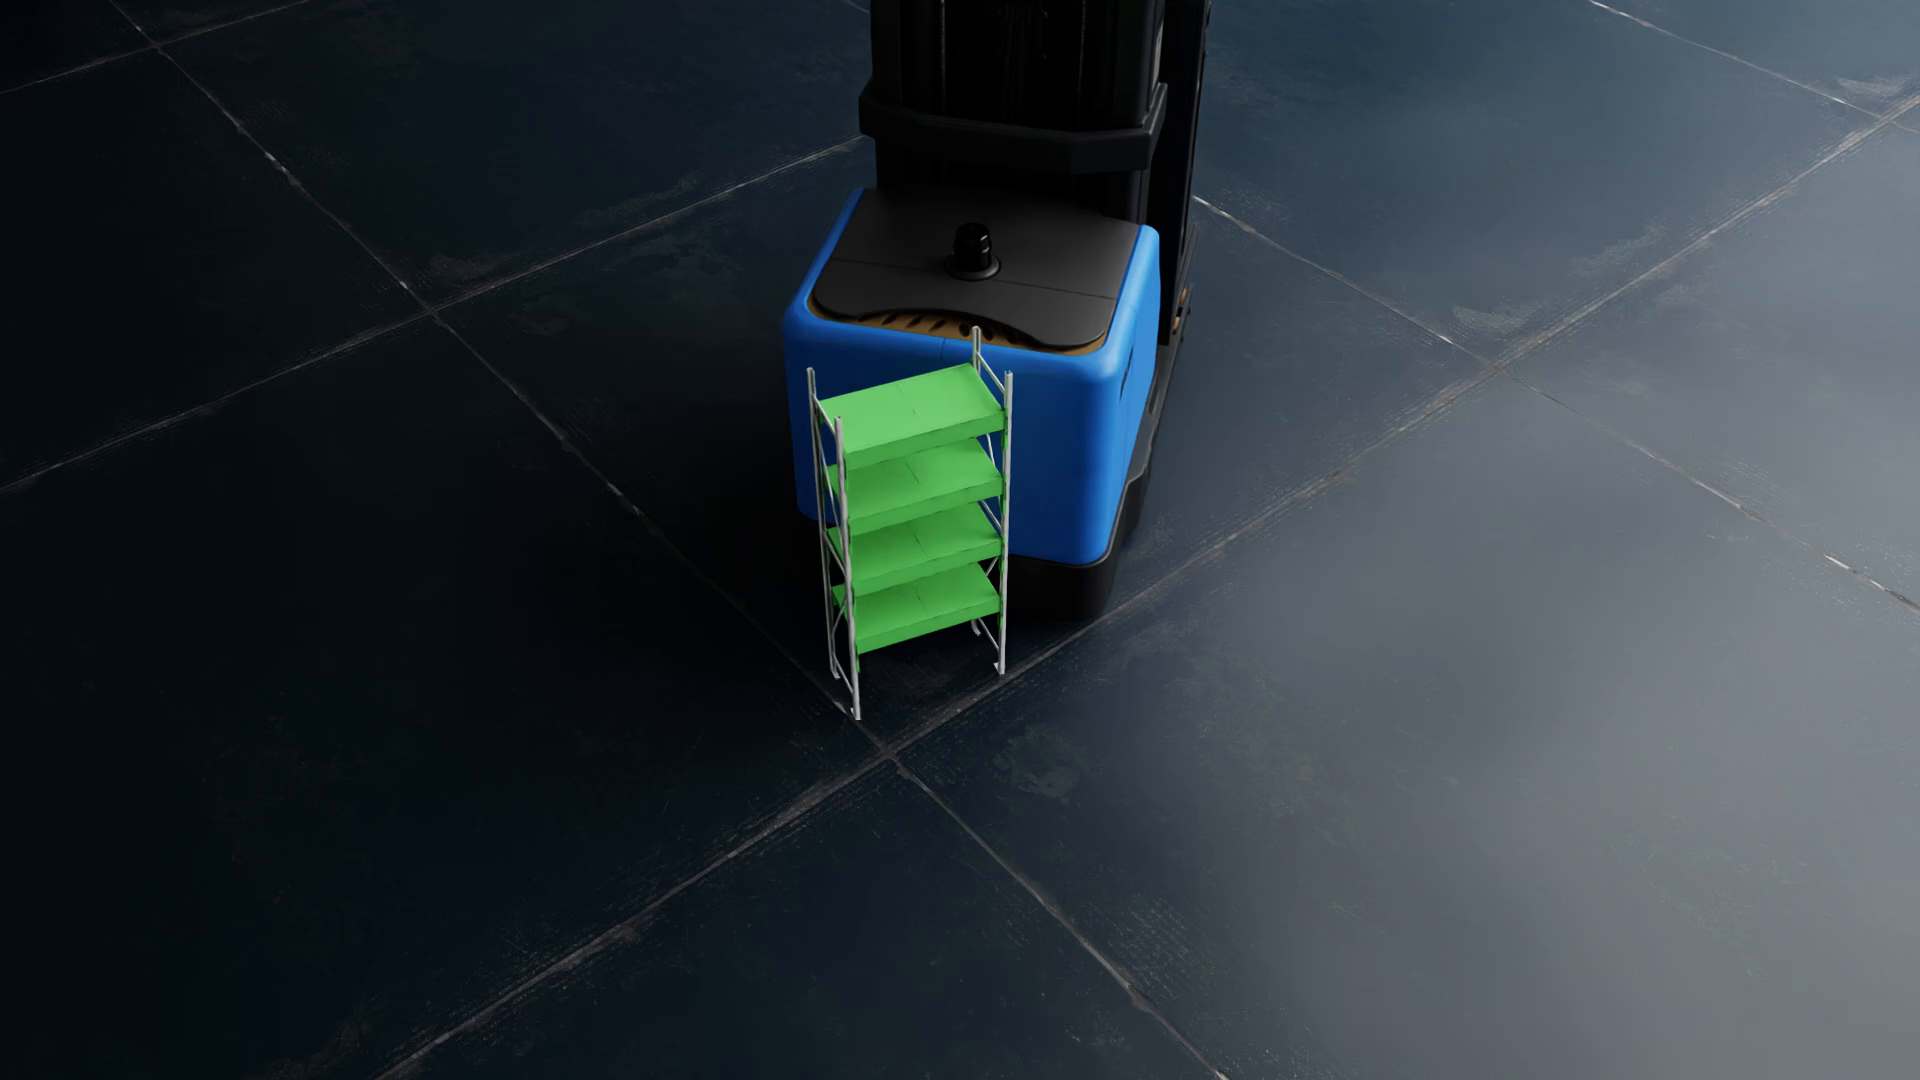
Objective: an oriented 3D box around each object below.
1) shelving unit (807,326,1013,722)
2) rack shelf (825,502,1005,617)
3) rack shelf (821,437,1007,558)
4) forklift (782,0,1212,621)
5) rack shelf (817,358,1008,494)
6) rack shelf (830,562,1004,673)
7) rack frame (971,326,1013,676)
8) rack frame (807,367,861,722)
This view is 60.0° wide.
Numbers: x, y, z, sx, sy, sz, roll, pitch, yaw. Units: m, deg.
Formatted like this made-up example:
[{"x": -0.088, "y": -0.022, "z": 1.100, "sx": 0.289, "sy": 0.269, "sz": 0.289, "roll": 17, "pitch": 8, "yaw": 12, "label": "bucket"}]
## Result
[{"x": -0.137, "y": -0.017, "z": 4.892, "sx": 0.503, "sy": 1.200, "sz": 0.258, "roll": -16, "pitch": 46, "yaw": -16, "label": "shelving unit"}, {"x": -0.137, "y": 0.030, "z": 4.935, "sx": 0.480, "sy": 0.148, "sz": 0.258, "roll": -16, "pitch": 46, "yaw": -16, "label": "rack shelf"}, {"x": -0.137, "y": -0.145, "z": 4.771, "sx": 0.480, "sy": 0.148, "sz": 0.258, "roll": -16, "pitch": 46, "yaw": -16, "label": "rack shelf"}, {"x": 0.306, "y": -1.831, "z": 5.559, "sx": 1.130, "sy": 2.935, "sz": 3.031, "roll": 10, "pitch": 44, "yaw": 10, "label": "forklift"}, {"x": -0.137, "y": -0.320, "z": 4.607, "sx": 0.480, "sy": 0.148, "sz": 0.258, "roll": -16, "pitch": 46, "yaw": -16, "label": "rack shelf"}, {"x": -0.137, "y": 0.205, "z": 5.100, "sx": 0.480, "sy": 0.148, "sz": 0.258, "roll": -16, "pitch": 46, "yaw": -16, "label": "rack shelf"}, {"x": 0.088, "y": -0.082, "z": 4.961, "sx": 0.015, "sy": 1.200, "sz": 0.240, "roll": -16, "pitch": 46, "yaw": -16, "label": "rack frame"}, {"x": -0.361, "y": 0.048, "z": 4.822, "sx": 0.015, "sy": 1.200, "sz": 0.240, "roll": -16, "pitch": 46, "yaw": -16, "label": "rack frame"}]
